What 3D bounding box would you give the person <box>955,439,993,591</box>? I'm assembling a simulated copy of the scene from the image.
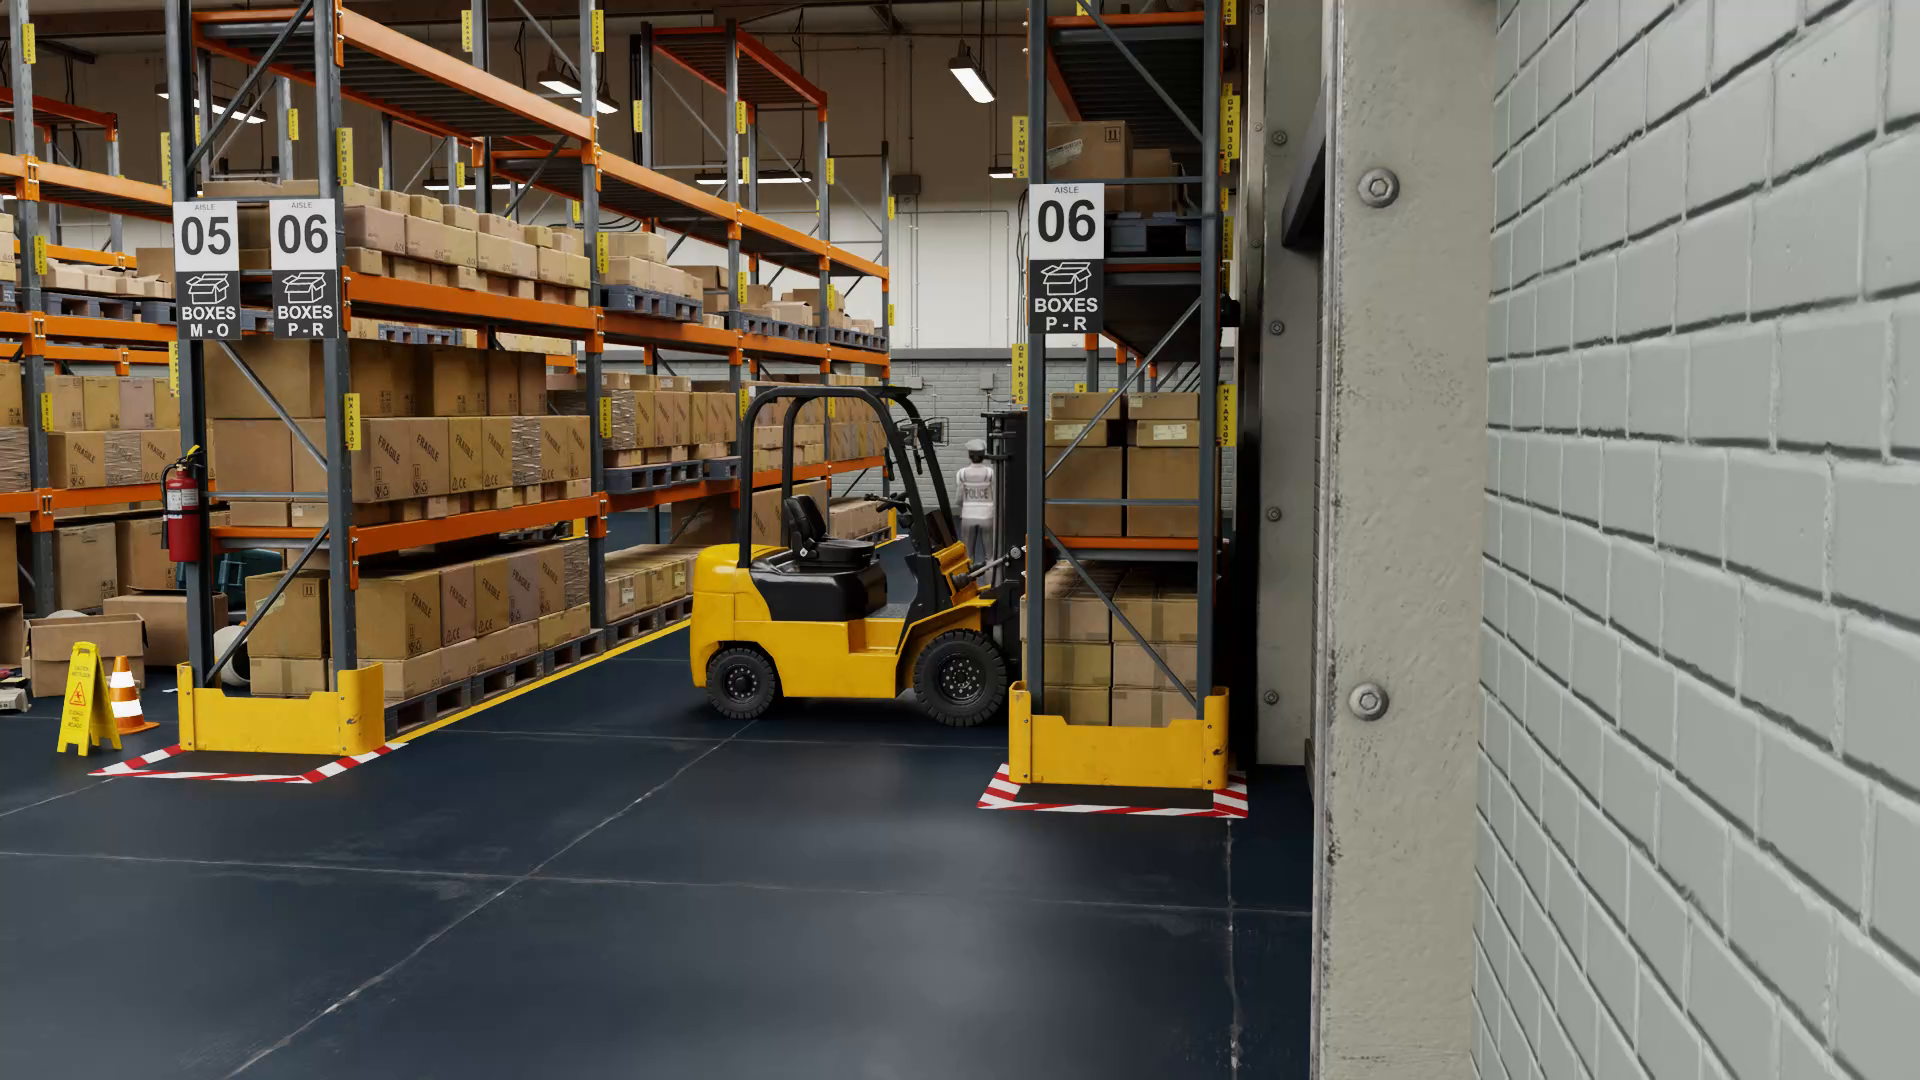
[{"bbox_3d":[0.199,-0.189,17.056,0.482,1.692,0.517,1,5,8],"label":"person"}]
